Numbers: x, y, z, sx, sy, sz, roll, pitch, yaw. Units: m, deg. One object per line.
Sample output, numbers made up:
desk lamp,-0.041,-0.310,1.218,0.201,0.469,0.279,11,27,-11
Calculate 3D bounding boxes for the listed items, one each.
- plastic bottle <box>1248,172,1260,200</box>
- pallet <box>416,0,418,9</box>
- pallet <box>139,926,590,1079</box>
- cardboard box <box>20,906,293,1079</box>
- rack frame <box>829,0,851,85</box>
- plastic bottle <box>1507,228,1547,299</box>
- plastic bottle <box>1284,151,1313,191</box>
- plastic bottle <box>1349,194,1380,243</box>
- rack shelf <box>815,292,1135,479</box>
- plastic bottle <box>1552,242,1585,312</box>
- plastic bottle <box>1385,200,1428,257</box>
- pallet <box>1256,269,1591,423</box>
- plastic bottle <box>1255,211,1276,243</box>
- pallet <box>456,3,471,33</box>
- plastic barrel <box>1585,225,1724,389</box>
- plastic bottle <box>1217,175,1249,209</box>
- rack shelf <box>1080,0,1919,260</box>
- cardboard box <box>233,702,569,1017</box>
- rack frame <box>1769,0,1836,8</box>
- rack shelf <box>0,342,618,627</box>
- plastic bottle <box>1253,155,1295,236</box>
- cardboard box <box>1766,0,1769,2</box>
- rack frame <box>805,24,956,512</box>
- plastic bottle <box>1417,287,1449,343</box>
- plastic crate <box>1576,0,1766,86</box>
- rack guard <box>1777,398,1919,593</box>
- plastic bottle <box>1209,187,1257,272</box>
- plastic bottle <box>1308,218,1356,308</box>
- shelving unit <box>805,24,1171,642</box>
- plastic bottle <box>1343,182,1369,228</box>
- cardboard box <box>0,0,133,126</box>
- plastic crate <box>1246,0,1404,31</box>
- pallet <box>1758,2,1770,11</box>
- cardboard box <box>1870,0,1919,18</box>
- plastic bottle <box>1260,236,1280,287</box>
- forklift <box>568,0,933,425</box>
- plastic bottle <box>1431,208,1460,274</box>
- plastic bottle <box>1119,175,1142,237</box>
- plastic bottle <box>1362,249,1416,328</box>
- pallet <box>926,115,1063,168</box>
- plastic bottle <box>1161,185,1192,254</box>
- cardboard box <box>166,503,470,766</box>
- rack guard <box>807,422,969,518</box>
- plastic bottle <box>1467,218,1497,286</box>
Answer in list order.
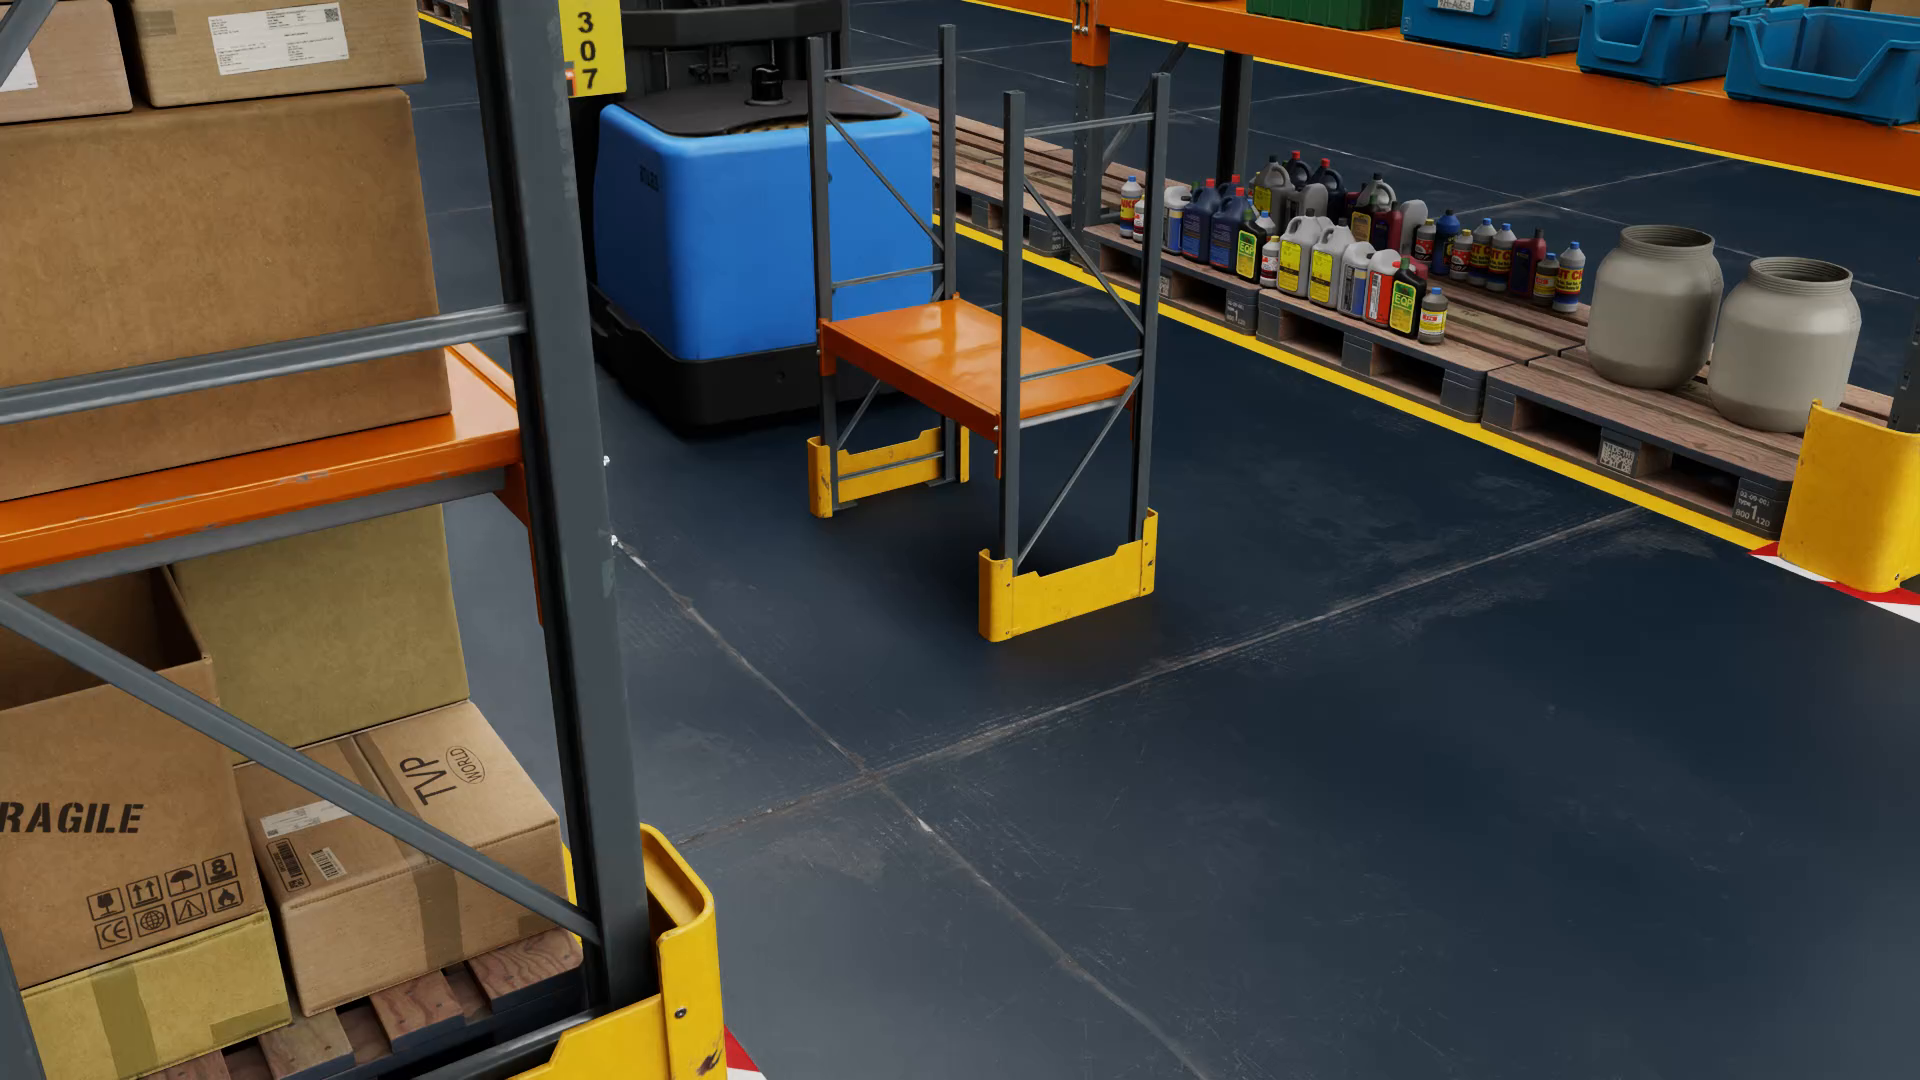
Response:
plastic bottle,1.444,-1.677,8.052,0.097,0.201,0.097,0,25,0
pallet,-5.148,-5.528,16.712,1.003,0.211,1.213,-16,29,-30
pallet,-1.436,0.780,3.350,1.003,0.211,1.213,-16,29,-30
cardboard box,-1.524,0.714,2.954,0.500,0.250,0.500,-16,29,-30
rack frame,-1.198,-4.231,10.700,1.000,3.000,0.127,-16,29,-30
plastic bottle,2.332,-1.147,6.833,0.061,0.283,0.133,-15,29,-29
plastic bottle,1.578,-1.639,7.795,0.144,0.351,0.185,-16,30,-31
plastic bottle,1.787,-1.391,7.349,0.061,0.283,0.133,-16,29,-30
rack shelf,0.047,-0.485,4.942,0.538,0.185,1.000,-16,29,-30
plastic bottle,2.440,-1.056,6.655,0.097,0.271,0.097,0,25,0
plastic bottle,1.945,-1.362,7.296,0.152,0.276,0.135,-15,29,-29
pallet,1.987,-0.853,6.810,1.003,0.211,1.213,-16,29,-30
plastic bottle,1.293,-1.269,7.105,0.097,0.271,0.097,0,25,0
pallet,-3.816,-4.655,14.864,1.003,0.211,1.213,-16,29,-30
plastic barrel,2.472,-0.832,5.921,0.421,0.512,0.421,0,25,0
plastic bottle,1.199,-1.450,7.395,0.144,0.351,0.185,-16,29,-30
rack shelf,2.077,-1.760,6.307,1.077,0.370,4.000,-16,29,-30
cardboard box,-1.090,0.593,3.210,0.500,0.250,0.500,-16,29,-30
rack frame,5.135,-3.955,10.114,1.000,3.000,0.127,-16,29,-30
rack shelf,-2.075,-0.607,3.865,1.077,0.370,4.000,-16,29,-30
plastic bottle,1.457,-1.605,7.724,0.144,0.351,0.185,-16,29,-30
cardboard box,7.419,-5.439,15.402,1.050,0.750,0.750,-16,30,-30
rack frame,-0.231,-0.830,5.250,0.500,1.500,0.032,-16,29,-30
plastic bottle,1.799,-0.858,6.317,0.097,0.201,0.097,0,25,0
plastic crate,2.295,-1.646,5.397,0.499,0.251,0.408,-16,29,-30
rack guard,3.088,-0.256,5.206,1.175,0.500,0.348,-16,29,-30
plastic bottle,1.181,-1.349,7.181,0.144,0.351,0.185,-17,30,-32
plastic bottle,1.515,-1.130,6.718,0.144,0.351,0.185,-14,29,-27
shelving unit,0.042,-0.651,4.872,0.587,1.500,1.083,-16,29,-30
plastic bottle,1.807,-1.491,7.561,0.061,0.283,0.133,-13,28,-26
cardboard box,-1.352,-0.648,2.232,0.380,0.149,0.250,-16,30,-30
plastic crate,1.490,-2.154,6.547,0.450,0.188,0.662,-16,29,-30
pallet,7.530,-4.945,15.478,1.003,0.211,1.213,-16,29,-30
cardboard box,8.408,-4.794,14.035,1.050,0.750,0.750,-16,29,-30
plastic bottle,1.316,-1.175,6.987,0.097,0.201,0.097,0,25,0
forklift,-1.203,-2.332,6.757,1.130,2.935,3.031,-12,28,-24
plastic bottle,2.088,-1.287,7.144,0.097,0.271,0.097,0,25,0
plastic bottle,0.792,-1.550,7.700,0.097,0.271,0.097,0,25,0
plastic bottle,1.684,-0.989,6.506,0.152,0.276,0.135,-15,29,-29
pallet,-0.146,-2.248,9.766,1.003,0.211,1.213,-16,29,-30
plastic bottle,0.991,-1.443,7.467,0.152,0.276,0.135,-14,29,-28
cardboard box,-1.364,0.075,3.427,0.500,0.500,0.500,-16,29,-30
rack guard,-0.230,-0.264,5.516,0.587,0.250,0.087,-16,29,-30
plastic bottle,2.198,-1.215,6.990,0.097,0.271,0.097,0,25,0
